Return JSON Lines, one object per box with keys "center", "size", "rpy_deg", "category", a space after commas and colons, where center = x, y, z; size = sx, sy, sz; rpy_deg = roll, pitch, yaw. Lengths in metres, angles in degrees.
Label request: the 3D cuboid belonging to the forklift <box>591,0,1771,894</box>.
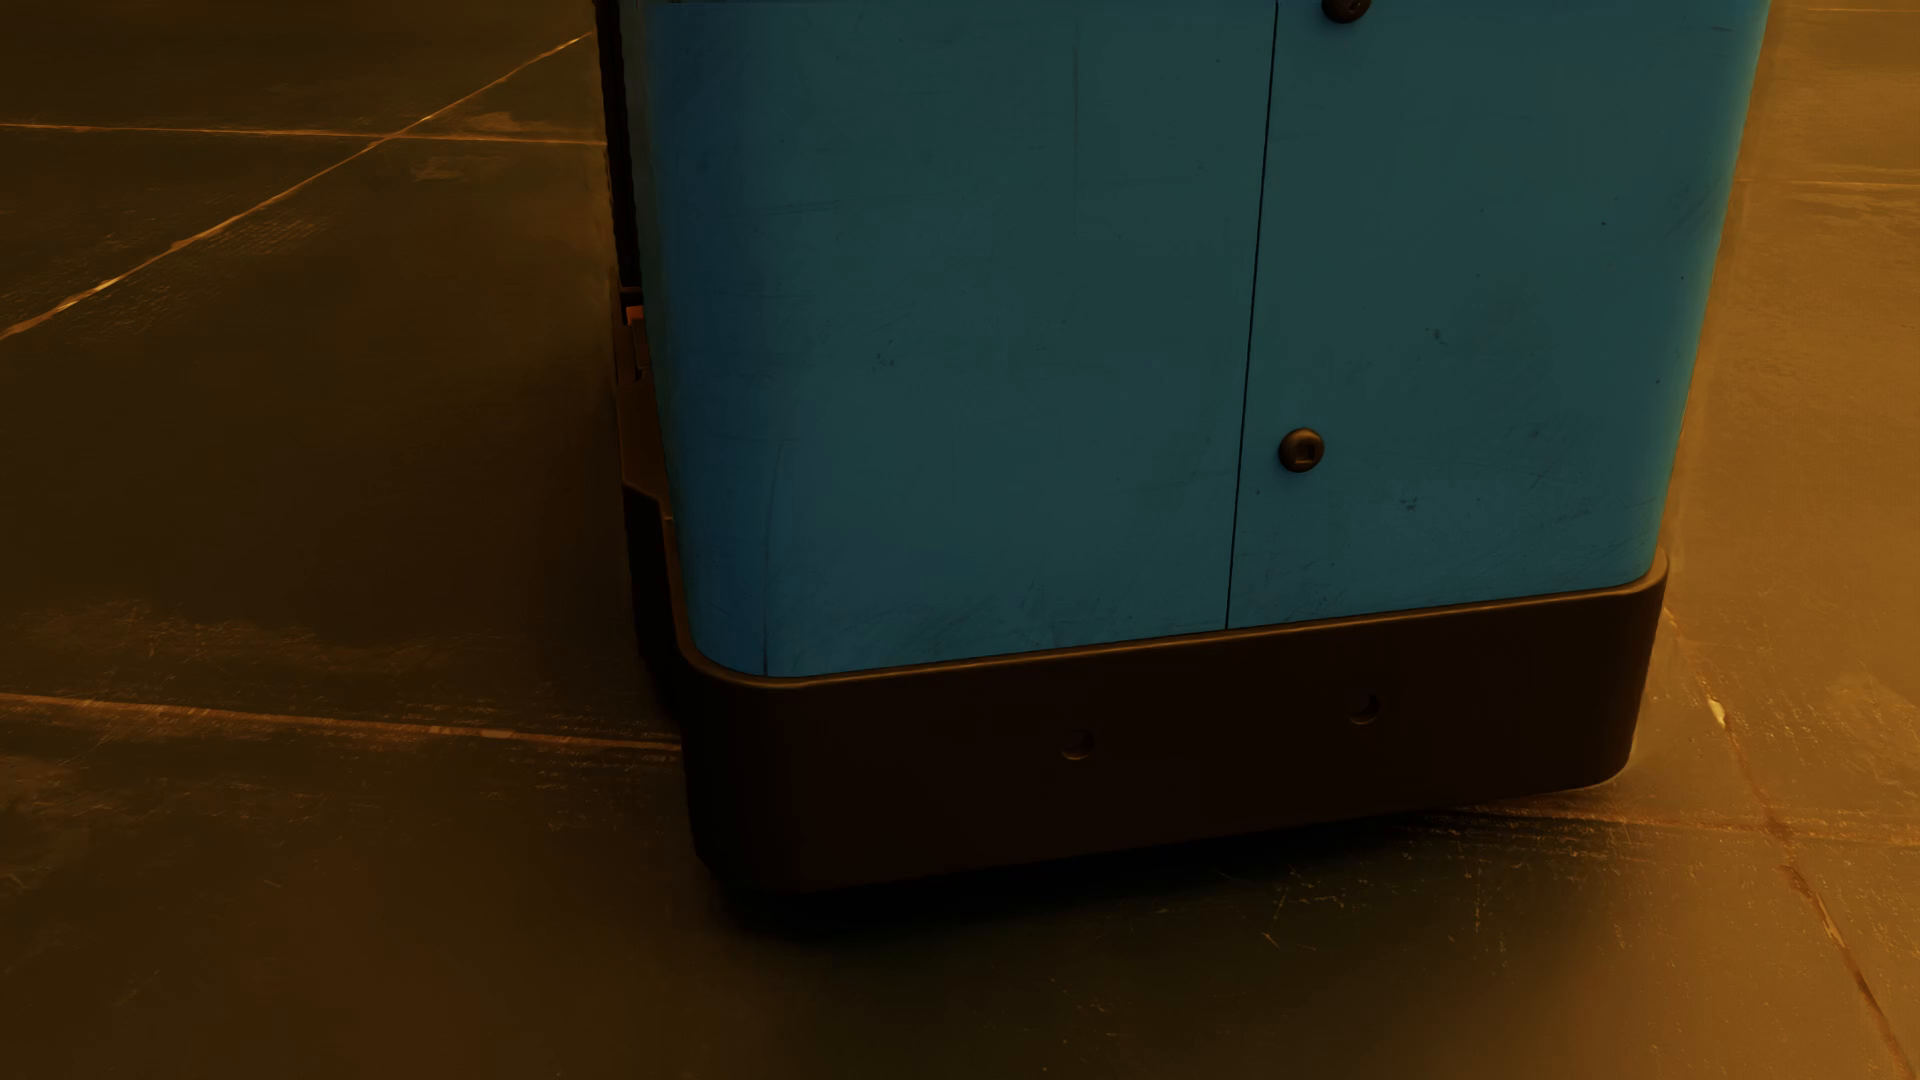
{"center": [-0.059, -1.599, 2.422], "size": [1.130, 2.935, 3.031], "rpy_deg": [-6, 27, -11], "category": "forklift"}
